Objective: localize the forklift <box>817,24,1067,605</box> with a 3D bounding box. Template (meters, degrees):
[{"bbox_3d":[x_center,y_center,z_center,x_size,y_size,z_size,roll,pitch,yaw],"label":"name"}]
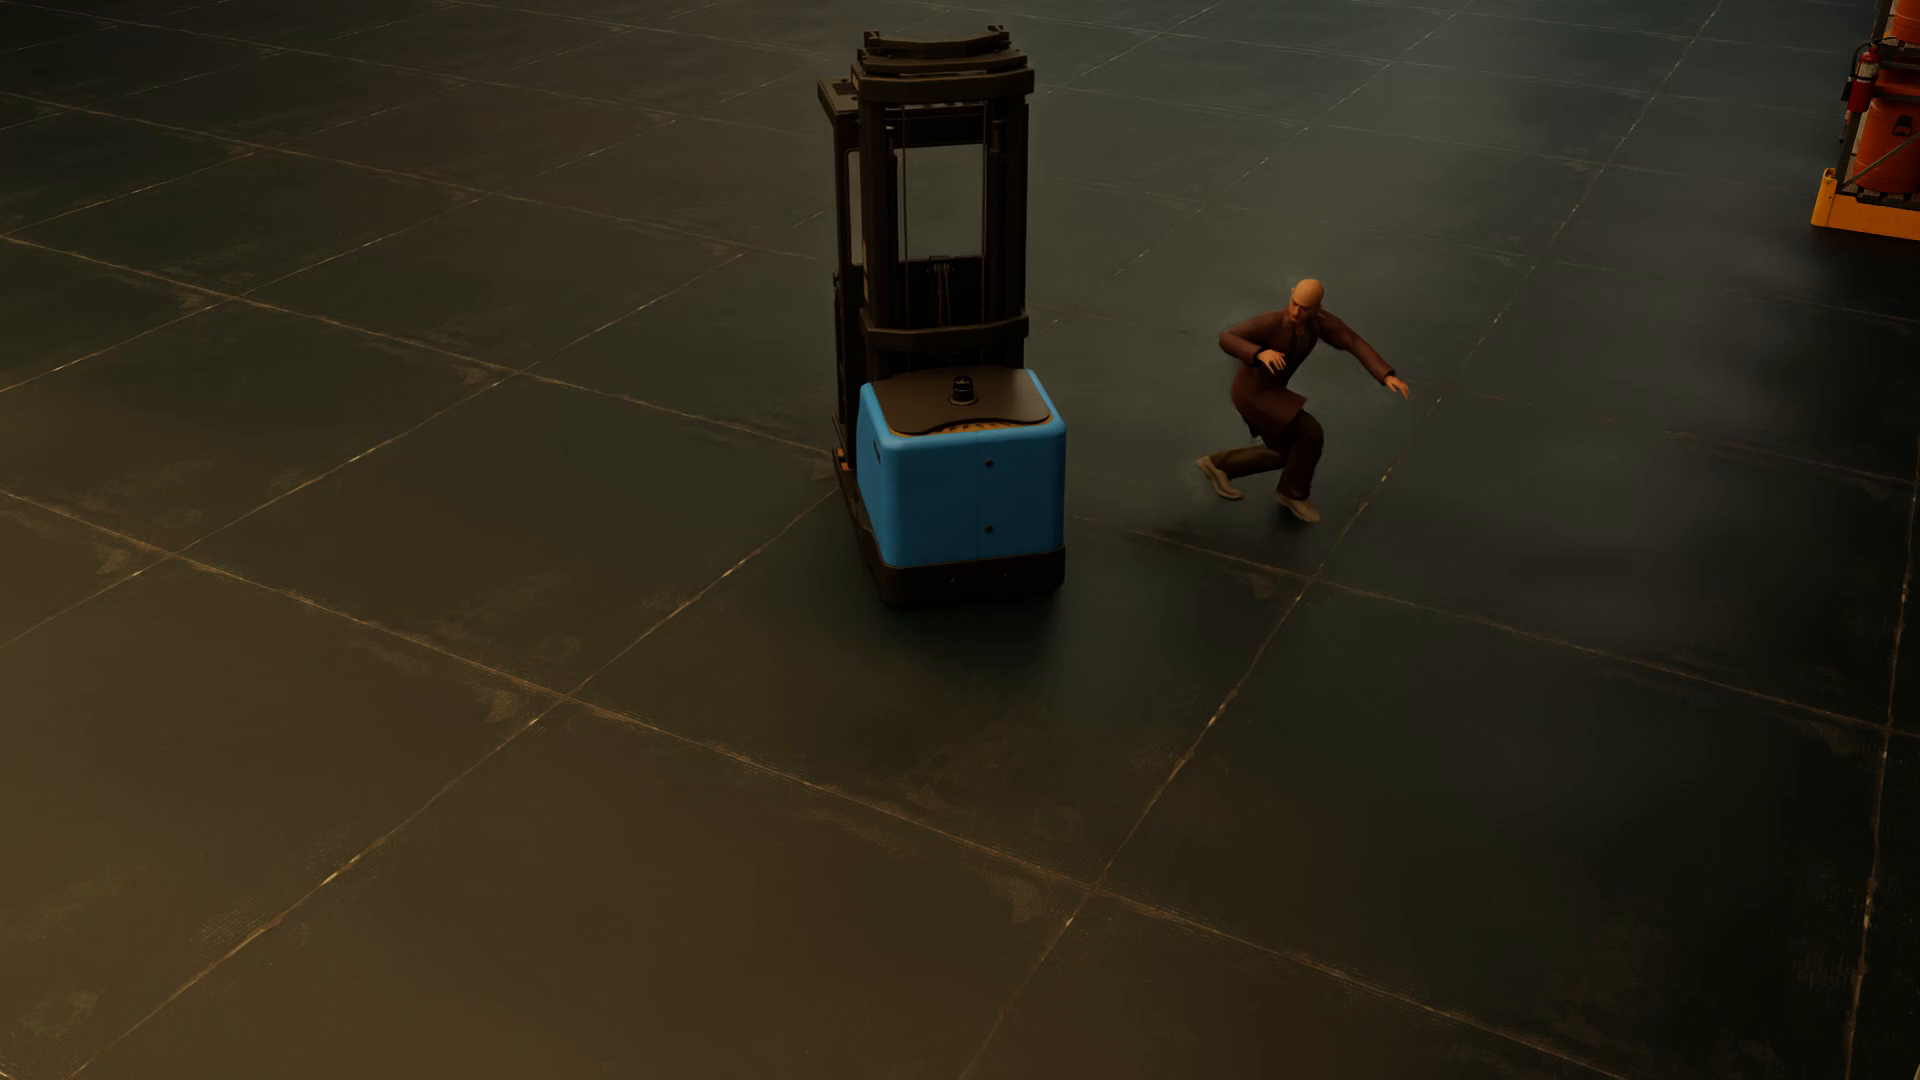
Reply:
[{"bbox_3d":[-0.210,-1.628,9.892,1.130,2.935,3.031,-6,31,-10],"label":"forklift"}]

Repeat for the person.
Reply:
[{"bbox_3d":[2.007,-0.791,9.899,1.185,1.522,0.875,17,34,27],"label":"person"}]
